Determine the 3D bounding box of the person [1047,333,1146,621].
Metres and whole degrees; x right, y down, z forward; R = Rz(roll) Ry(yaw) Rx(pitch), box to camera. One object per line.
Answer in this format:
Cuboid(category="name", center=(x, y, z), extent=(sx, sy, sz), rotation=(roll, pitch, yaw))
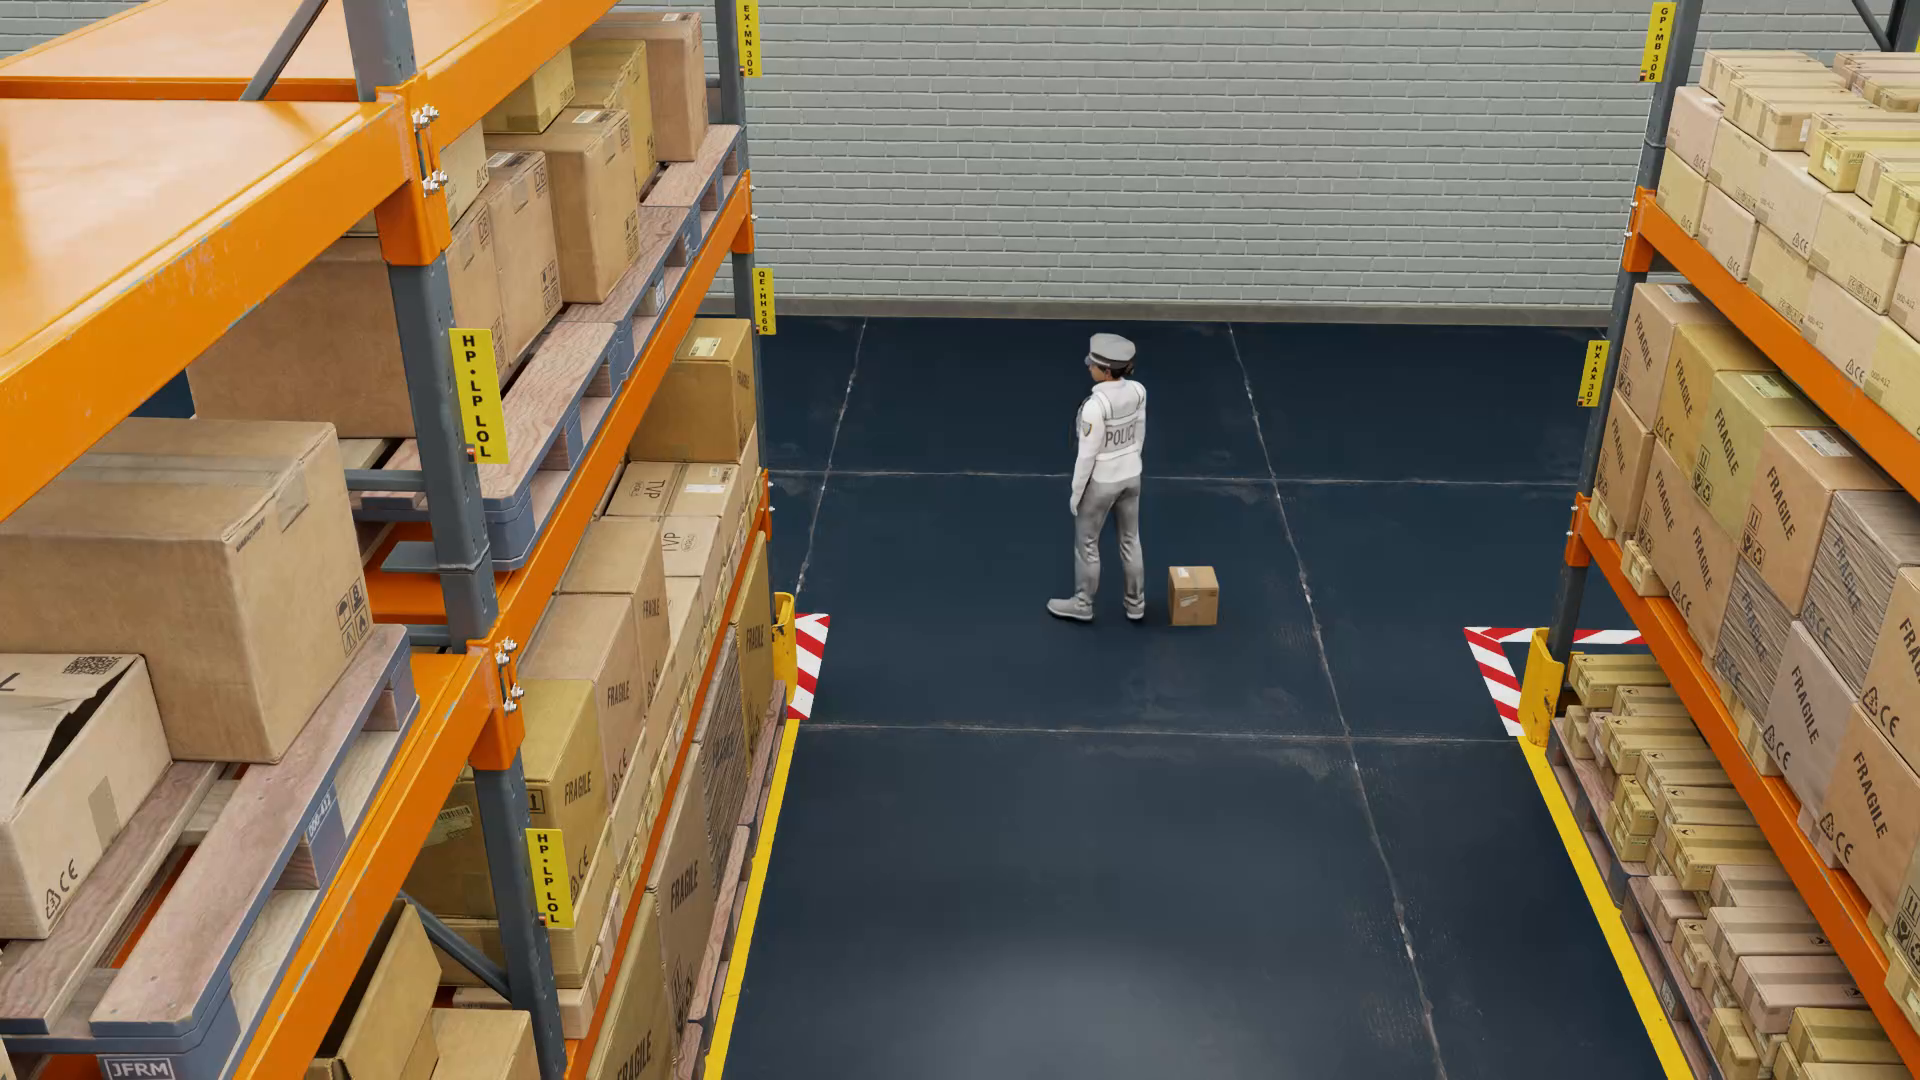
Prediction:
Cuboid(category="person", center=(0.811, -0.326, 9.177), extent=(0.521, 1.671, 0.457), rotation=(-20, 34, -33))
